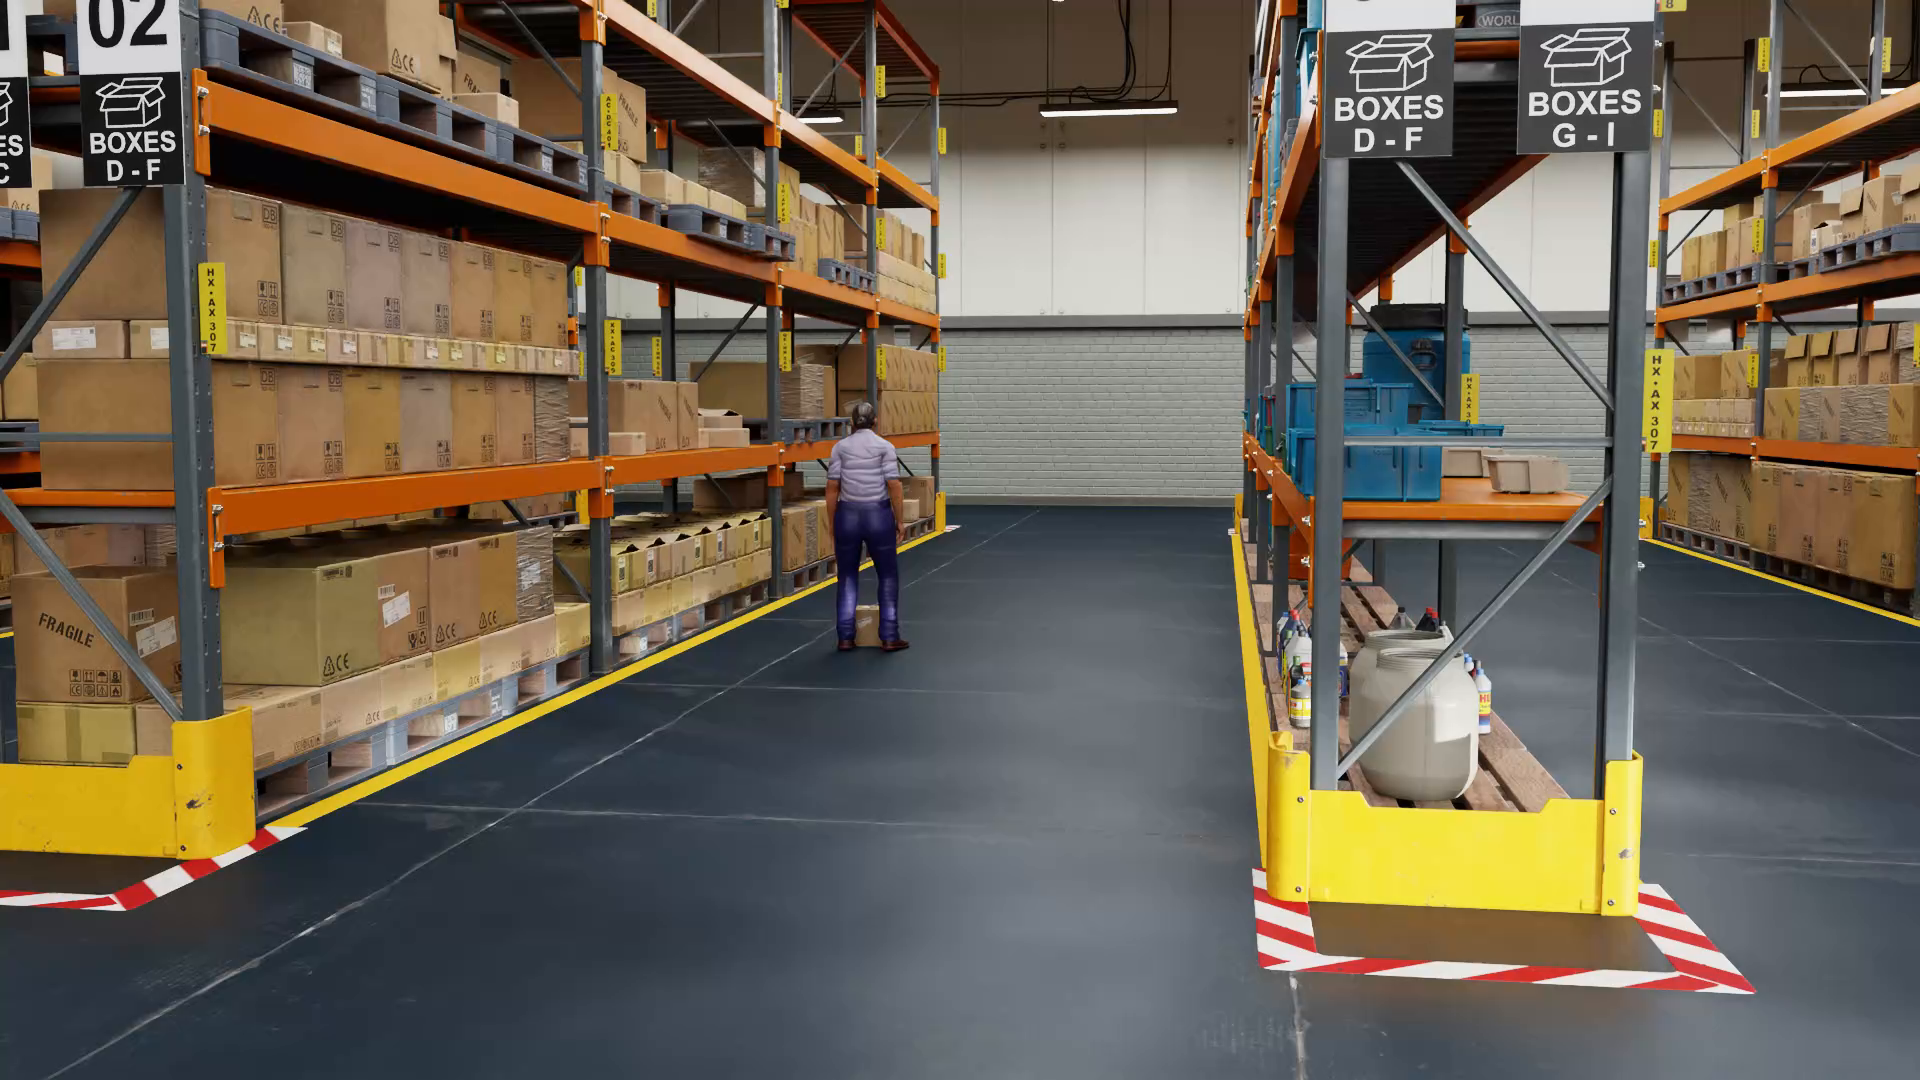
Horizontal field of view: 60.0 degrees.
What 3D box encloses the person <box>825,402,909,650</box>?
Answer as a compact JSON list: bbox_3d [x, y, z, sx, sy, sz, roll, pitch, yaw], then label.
[{"bbox_3d":[-0.625,-0.091,11.086,0.538,1.652,0.371,1,5,9],"label":"person"}]
